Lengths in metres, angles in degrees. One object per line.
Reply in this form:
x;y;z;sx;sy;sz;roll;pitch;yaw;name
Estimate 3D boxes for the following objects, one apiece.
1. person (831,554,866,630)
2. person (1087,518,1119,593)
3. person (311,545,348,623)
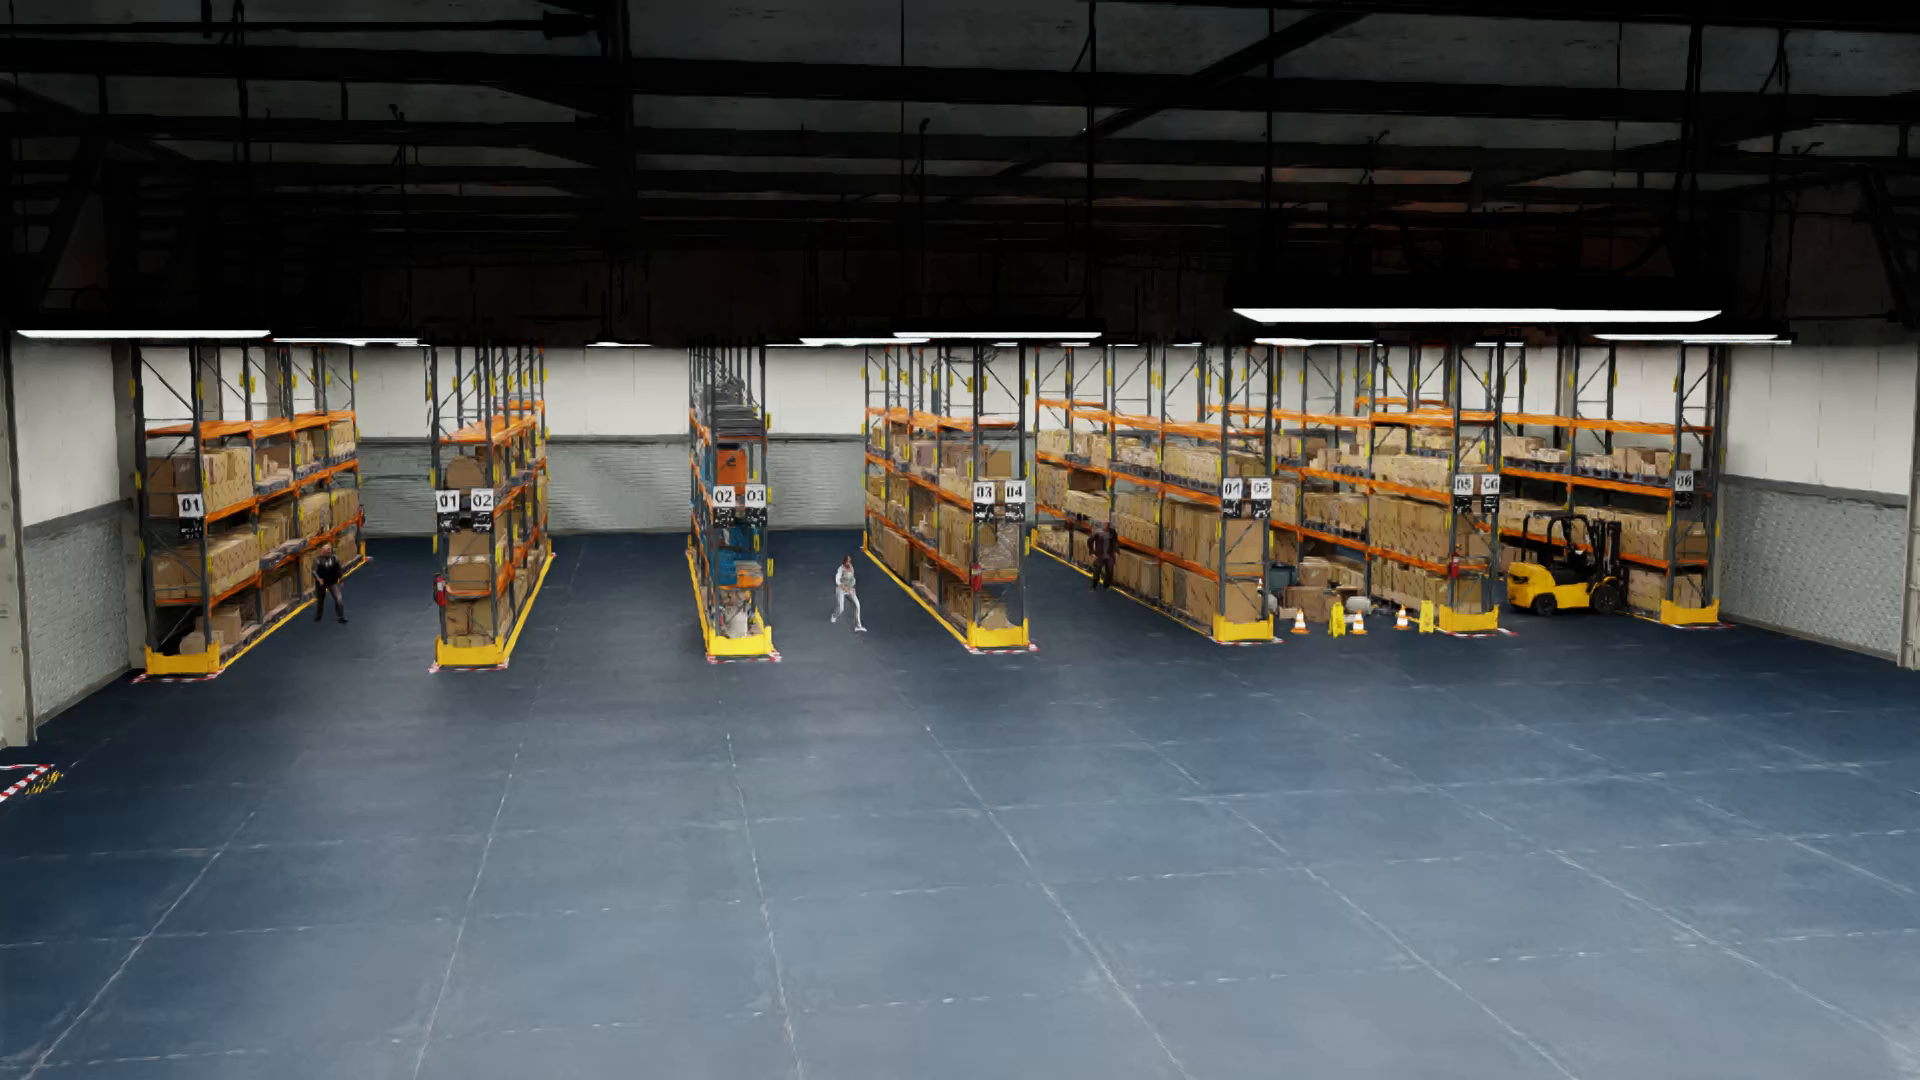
-2.273;1.046;33.150;0.556;1.477;0.717;-4;8;-32;person
3.200;0.338;37.188;0.729;1.708;0.546;-1;7;-12;person
-13.247;0.907;34.841;0.674;1.664;0.842;-3;7;-27;person
